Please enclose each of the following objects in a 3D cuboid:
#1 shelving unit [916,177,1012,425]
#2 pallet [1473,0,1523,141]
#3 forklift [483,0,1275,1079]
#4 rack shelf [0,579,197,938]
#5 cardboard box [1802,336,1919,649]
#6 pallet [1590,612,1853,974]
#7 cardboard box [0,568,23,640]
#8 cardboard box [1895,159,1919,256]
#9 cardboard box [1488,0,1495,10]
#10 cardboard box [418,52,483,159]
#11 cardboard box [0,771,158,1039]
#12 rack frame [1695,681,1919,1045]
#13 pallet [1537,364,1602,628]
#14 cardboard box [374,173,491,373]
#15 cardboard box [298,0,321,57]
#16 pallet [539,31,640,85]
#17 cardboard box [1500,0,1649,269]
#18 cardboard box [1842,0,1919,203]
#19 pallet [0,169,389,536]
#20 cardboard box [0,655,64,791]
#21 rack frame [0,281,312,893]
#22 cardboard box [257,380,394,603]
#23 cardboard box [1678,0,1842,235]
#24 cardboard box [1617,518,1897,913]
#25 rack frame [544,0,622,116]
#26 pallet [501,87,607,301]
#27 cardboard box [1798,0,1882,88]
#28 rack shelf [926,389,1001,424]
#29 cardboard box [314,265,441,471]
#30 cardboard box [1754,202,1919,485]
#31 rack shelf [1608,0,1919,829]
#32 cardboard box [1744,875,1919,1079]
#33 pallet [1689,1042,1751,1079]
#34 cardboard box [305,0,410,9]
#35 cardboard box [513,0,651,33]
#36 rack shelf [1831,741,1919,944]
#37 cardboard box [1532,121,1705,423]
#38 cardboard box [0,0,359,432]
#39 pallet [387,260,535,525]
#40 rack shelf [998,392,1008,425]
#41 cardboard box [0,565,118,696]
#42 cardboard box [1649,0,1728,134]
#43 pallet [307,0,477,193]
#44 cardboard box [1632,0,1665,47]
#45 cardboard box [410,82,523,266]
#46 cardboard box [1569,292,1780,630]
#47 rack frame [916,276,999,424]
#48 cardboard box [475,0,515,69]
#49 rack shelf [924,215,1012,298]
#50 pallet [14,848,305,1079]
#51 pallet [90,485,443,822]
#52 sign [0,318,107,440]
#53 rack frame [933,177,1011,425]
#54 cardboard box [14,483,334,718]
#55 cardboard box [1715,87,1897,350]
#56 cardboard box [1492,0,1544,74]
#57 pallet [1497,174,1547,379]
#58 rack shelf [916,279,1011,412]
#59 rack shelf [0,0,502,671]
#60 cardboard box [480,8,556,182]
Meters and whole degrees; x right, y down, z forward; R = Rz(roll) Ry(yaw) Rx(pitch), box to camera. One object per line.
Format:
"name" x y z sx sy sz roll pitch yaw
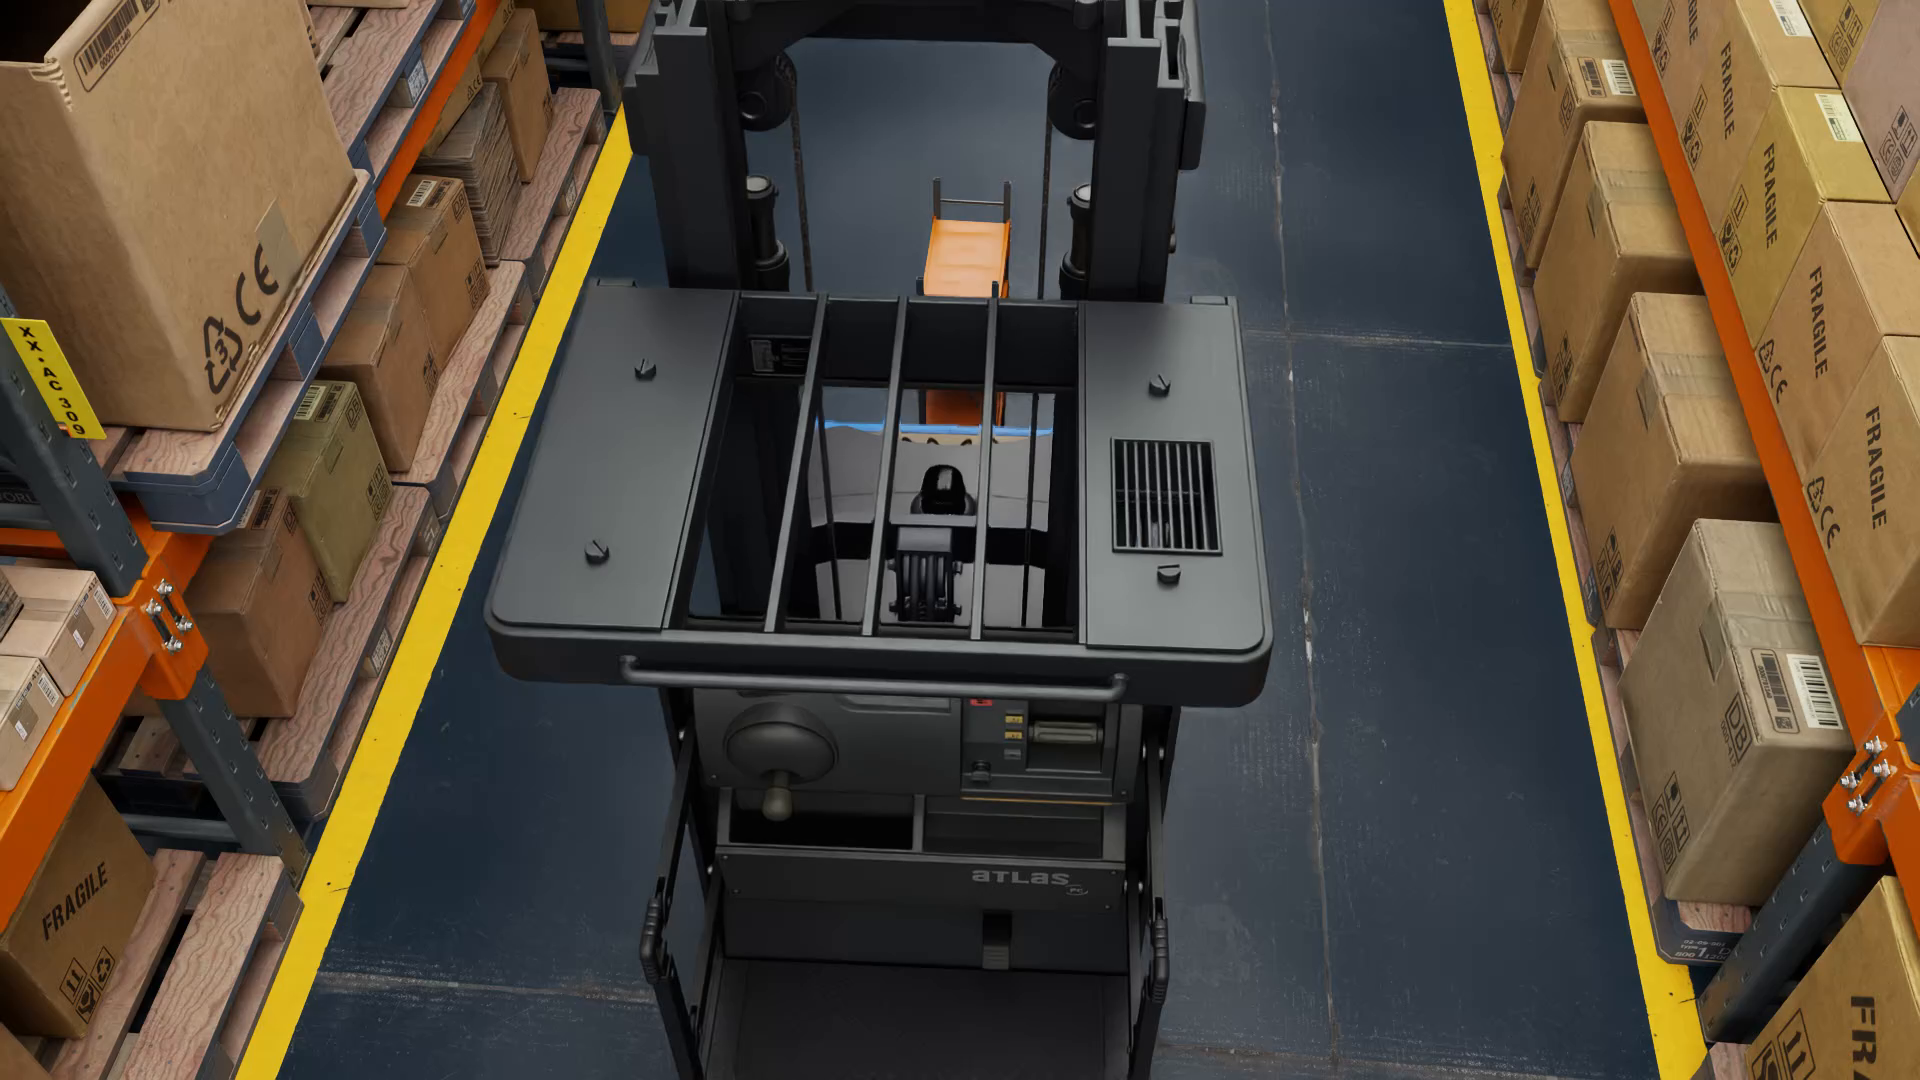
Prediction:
"shelving unit" 0.015 -0.527 5.419 0.258 1.200 0.503 4 48 4
"pallet" 2.956 -2.232 7.649 1.003 0.211 1.213 4 48 4
"forklift" -0.095 0.497 3.309 1.130 2.935 3.031 2 48 2
"rack shelf" -2.594 1.645 2.700 1.077 0.370 4.000 4 48 4
"cardboard box" 2.300 -0.095 3.736 0.500 0.500 0.500 4 48 3
"pallet" 2.514 0.709 4.958 1.003 0.211 1.213 4 48 4
"cardboard box" -2.514 0.125 3.334 0.875 0.500 0.500 4 48 4
"cardboard box" 2.603 -0.774 3.680 0.700 0.500 0.500 3 48 3
"cardboard box" 2.734 -2.780 7.669 0.500 0.500 0.500 6 48 5
"cardboard box" -2.116 -1.680 6.142 0.500 0.250 0.500 9 48 8
"cardboard box" -2.488 0.925 4.280 0.500 0.500 0.500 3 48 2
"rack frame" 2.519 0.340 3.406 1.000 3.000 0.127 4 48 4
"pallet" 2.623 -0.190 5.780 1.003 0.211 1.213 4 48 4
"cardboard box" -2.171 -0.993 6.021 0.700 0.500 0.500 7 48 7
"cardboard box" -2.345 -1.524 4.757 0.797 0.503 0.637 8 48 8
"pallet" -1.900 -2.640 8.022 1.003 0.211 1.213 4 48 4
"cardboard box" 2.738 -1.540 6.366 1.050 0.750 0.750 3 48 3
"cardboard box" 2.650 -1.146 4.020 0.700 0.500 0.500 4 48 4
"pallet" -2.197 -0.555 4.355 1.003 0.211 1.213 4 48 4
"cardboard box" -2.170 0.378 3.542 0.380 0.149 0.250 4 48 4
"rack frame" -2.411 -0.068 3.779 1.000 3.000 0.127 4 48 4
"cardboard box" -2.272 -0.171 5.270 0.700 0.500 0.500 4 48 3
"cardboard box" 2.436 -1.211 4.757 0.500 0.500 0.500 3 48 3
"cardboard box" 2.486 0.496 4.504 1.050 0.750 0.750 4 48 3
"rack frame" -2.047 -3.007 6.467 1.000 3.000 0.127 4 48 4
"pallet" -2.119 -1.492 6.971 1.003 0.211 1.213 4 48 4
"cardboard box" 2.697 -1.517 4.359 0.700 0.500 0.500 3 48 3
"rack shelf" 0.015 -0.481 5.468 0.258 0.148 0.480 4 48 4
"cardboard box" -2.221 -0.583 5.646 0.700 0.500 0.500 0 48 0
"cardboard box" 2.346 -0.466 4.076 0.500 0.500 0.500 3 48 3
"rack shelf" 2.701 -0.887 5.016 1.077 0.370 4.000 4 48 4
"cardboard box" 2.392 1.373 3.617 0.875 0.875 0.875 5 48 4
"pallet" 2.372 1.835 3.929 1.003 0.211 1.213 4 48 4
"cardboard box" -1.930 -1.860 5.225 0.396 0.266 0.258 3 48 2
"cardboard box" -1.963 -2.937 7.559 1.225 0.875 0.875 2 48 2
"rack shelf" 2.337 2.053 2.327 1.077 0.370 4.000 4 48 4
"cardboard box" 2.662 -0.898 5.778 1.050 0.750 0.750 5 48 4
"cardboard box" -2.199 -0.986 3.928 1.000 1.000 1.000 4 48 4
"pallet" -2.233 -0.598 6.154 1.003 0.211 1.213 4 48 4
"rack shelf" 0.015 -0.347 5.615 0.258 0.148 0.480 4 48 4
"cardboard box" -2.138 0.195 3.709 0.380 0.149 0.250 4 48 4
"cardboard box" 2.484 -1.577 5.092 0.500 0.500 0.500 4 48 3
"pallet" -2.186 -1.485 5.205 1.003 0.211 1.213 4 48 4
"cardboard box" 2.530 -1.947 5.431 0.500 0.500 0.500 3 48 3
"cardboard box" -2.126 -1.410 6.402 0.700 0.500 0.500 0 48 0
"cardboard box" 2.578 -0.213 5.152 1.050 0.750 0.750 4 48 4
"rack frame" -0.007 -0.347 5.255 0.240 1.200 0.015 4 48 4
"cardboard box" -2.078 -2.071 6.499 0.500 0.250 0.500 6 48 5
"rack shelf" 0.015 -0.792 5.129 0.258 0.148 0.480 4 48 4
"pallet" -2.437 1.369 4.355 1.003 0.211 1.213 4 48 4
"pallet" -2.342 0.301 5.331 1.003 0.211 1.213 4 48 4
"sign" -1.870 -0.329 3.431 0.100 0.325 0.005 4 48 4
"rack frame" 0.037 -0.706 5.583 0.240 1.200 0.015 4 48 4
"cardboard box" -2.334 0.178 4.950 0.700 0.500 0.500 1 48 1
"cardboard box" 2.392 -0.838 4.416 0.500 0.500 0.500 4 48 4
"cardboard box" 2.683 -2.398 7.320 0.500 0.500 0.500 4 48 3
"pallet" 2.736 -1.084 6.598 1.003 0.211 1.213 4 48 4
"rack shelf" 0.015 -0.632 5.303 0.258 0.148 0.480 4 48 4
"rack shelf" -2.229 -1.295 5.389 1.077 0.370 4.000 4 48 4
"cardboard box" -2.088 -1.818 6.776 0.700 0.500 0.500 2 48 1
